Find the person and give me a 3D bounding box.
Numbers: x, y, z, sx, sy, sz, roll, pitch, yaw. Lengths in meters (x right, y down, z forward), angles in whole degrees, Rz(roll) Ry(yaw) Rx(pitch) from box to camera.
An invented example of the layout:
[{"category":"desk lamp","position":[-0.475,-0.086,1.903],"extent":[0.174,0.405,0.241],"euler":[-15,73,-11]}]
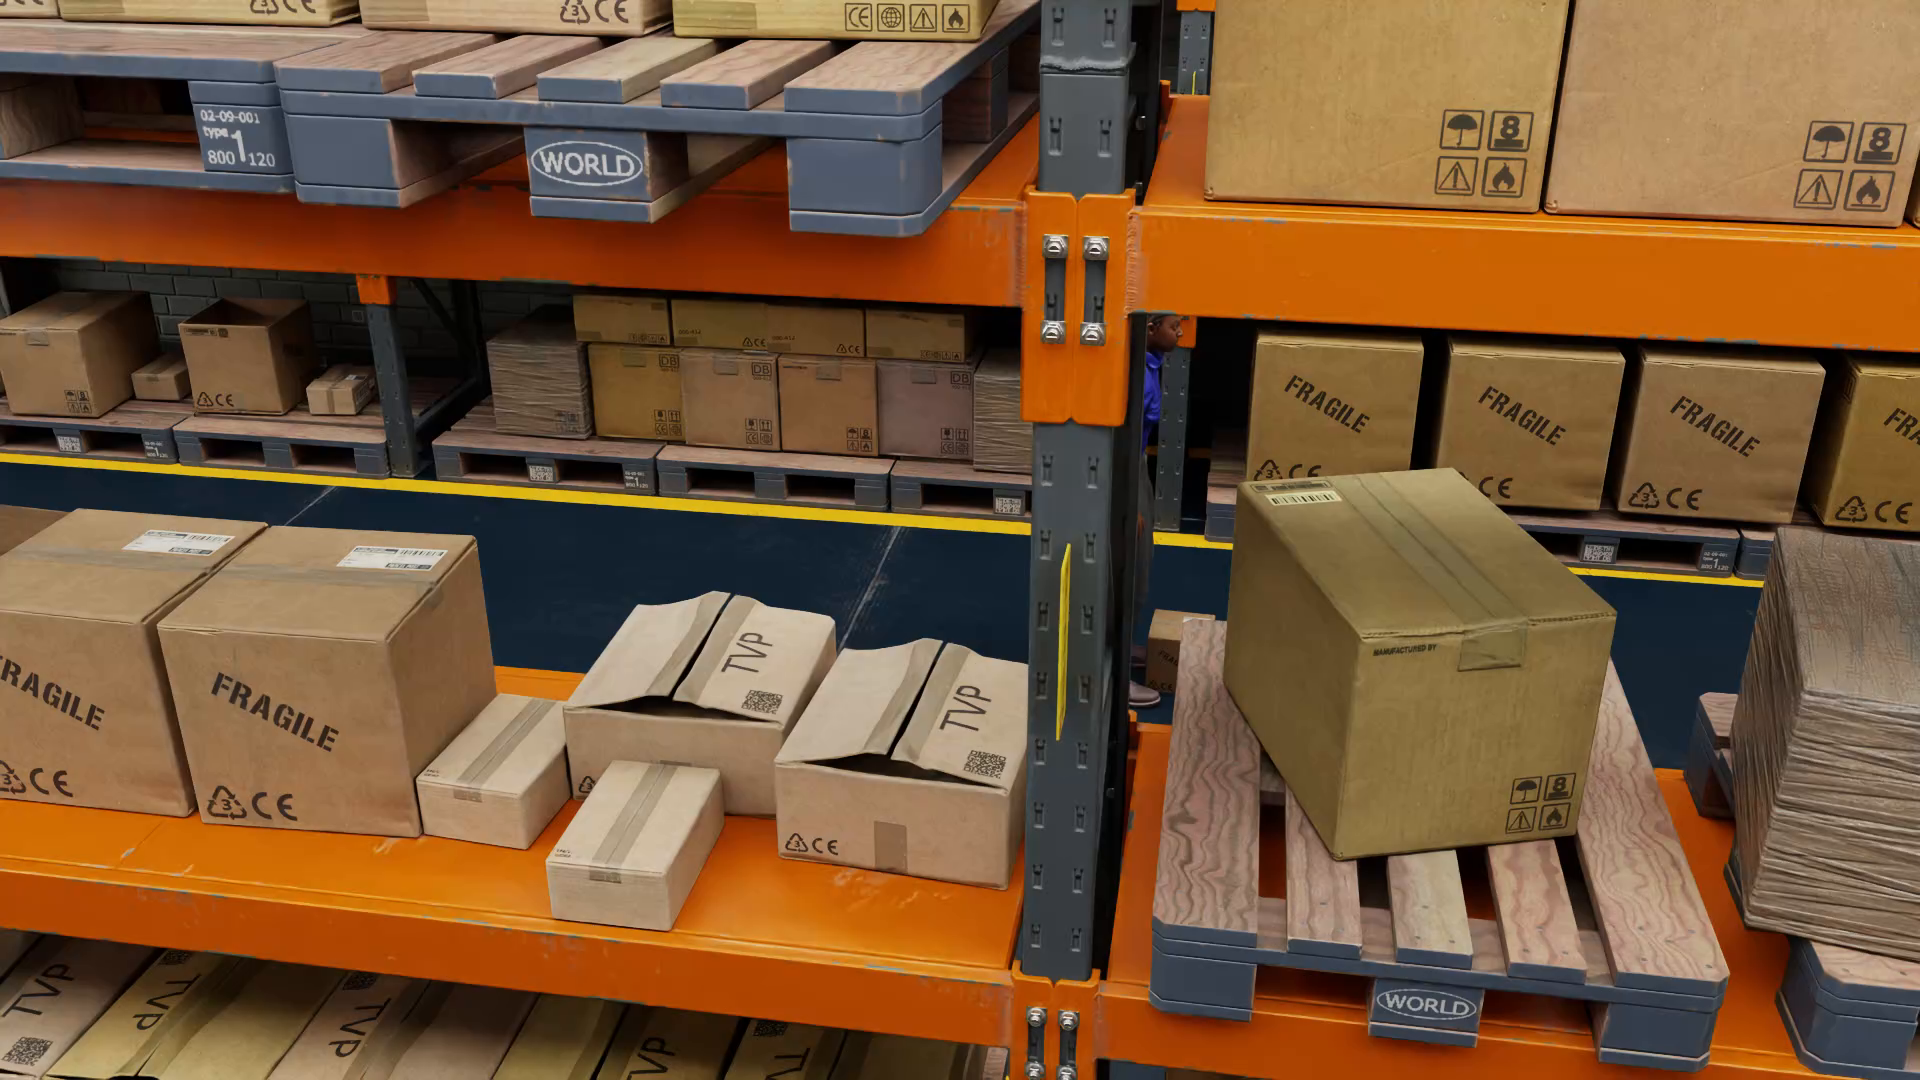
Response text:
[{"category":"person","position":[0.664,-0.186,6.511],"extent":[0.347,1.655,0.505],"euler":[4,25,9]}]
